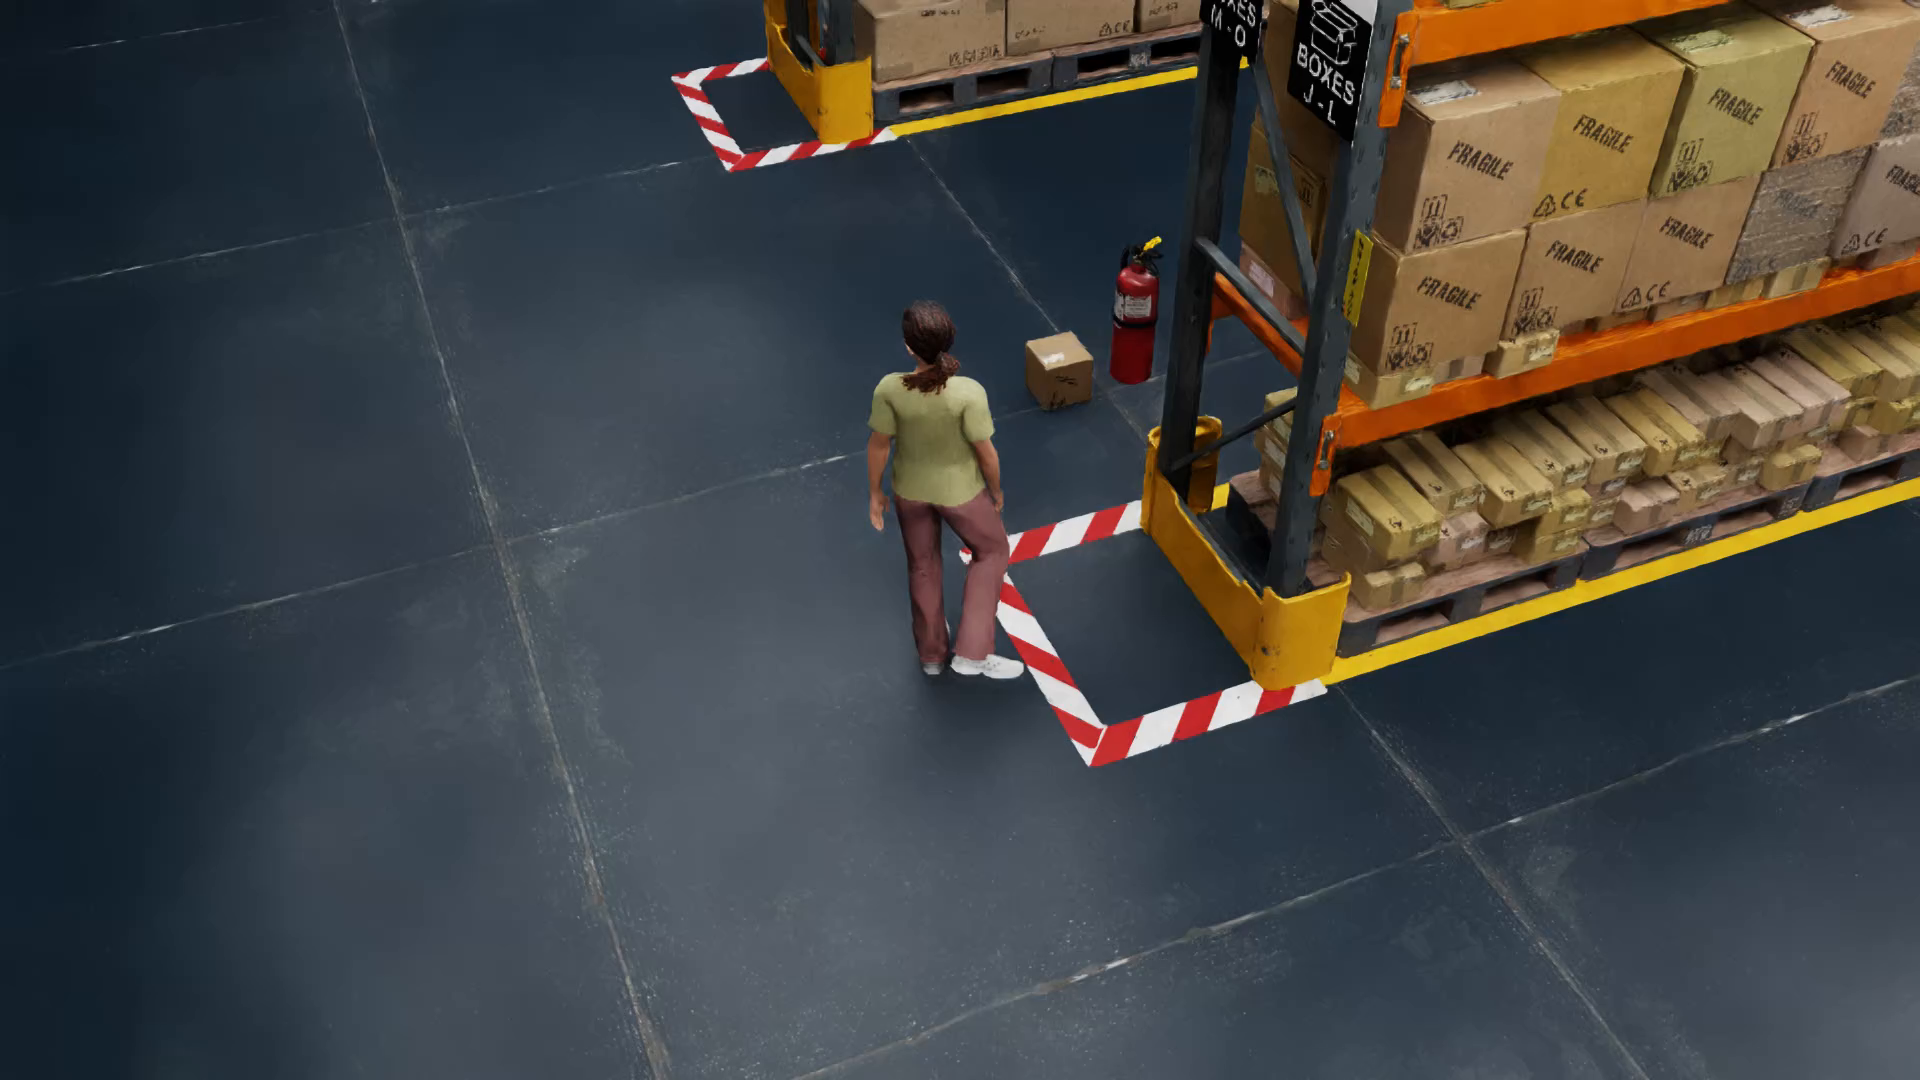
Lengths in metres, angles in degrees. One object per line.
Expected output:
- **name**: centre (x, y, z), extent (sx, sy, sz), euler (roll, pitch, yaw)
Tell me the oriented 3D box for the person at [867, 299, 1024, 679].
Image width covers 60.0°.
- **person**: centre (-0.033, -0.138, 6.289), extent (0.633, 1.667, 0.426), euler (8, 43, 9)
